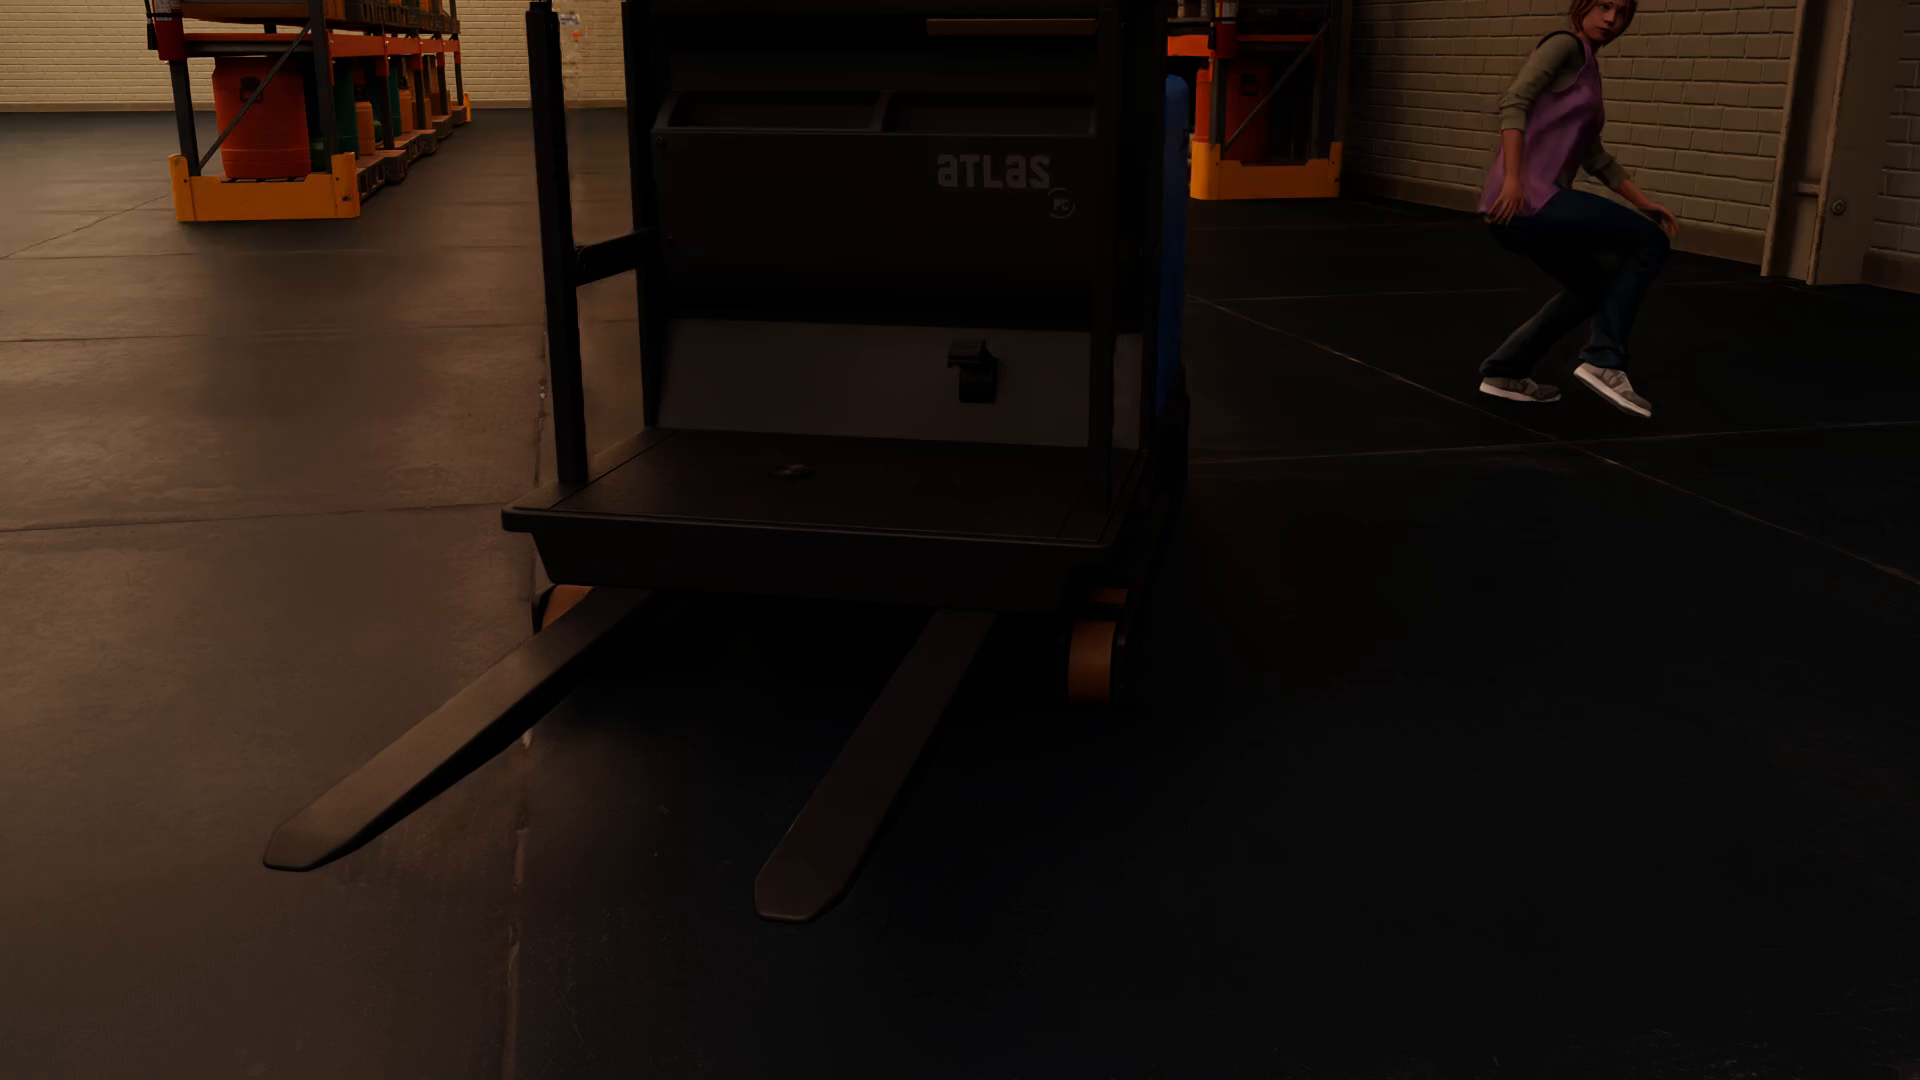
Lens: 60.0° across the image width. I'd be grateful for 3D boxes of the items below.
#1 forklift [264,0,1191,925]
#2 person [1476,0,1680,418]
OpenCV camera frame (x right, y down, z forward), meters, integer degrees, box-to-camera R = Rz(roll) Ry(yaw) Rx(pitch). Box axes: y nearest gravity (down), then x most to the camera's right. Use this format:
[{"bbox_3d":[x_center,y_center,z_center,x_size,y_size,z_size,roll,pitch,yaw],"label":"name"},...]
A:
[{"bbox_3d":[-0.188,-1.215,2.956,1.130,2.935,3.031,3,17,11],"label":"forklift"},{"bbox_3d":[1.959,-1.062,5.225,0.635,1.390,0.649,4,17,14],"label":"person"}]
